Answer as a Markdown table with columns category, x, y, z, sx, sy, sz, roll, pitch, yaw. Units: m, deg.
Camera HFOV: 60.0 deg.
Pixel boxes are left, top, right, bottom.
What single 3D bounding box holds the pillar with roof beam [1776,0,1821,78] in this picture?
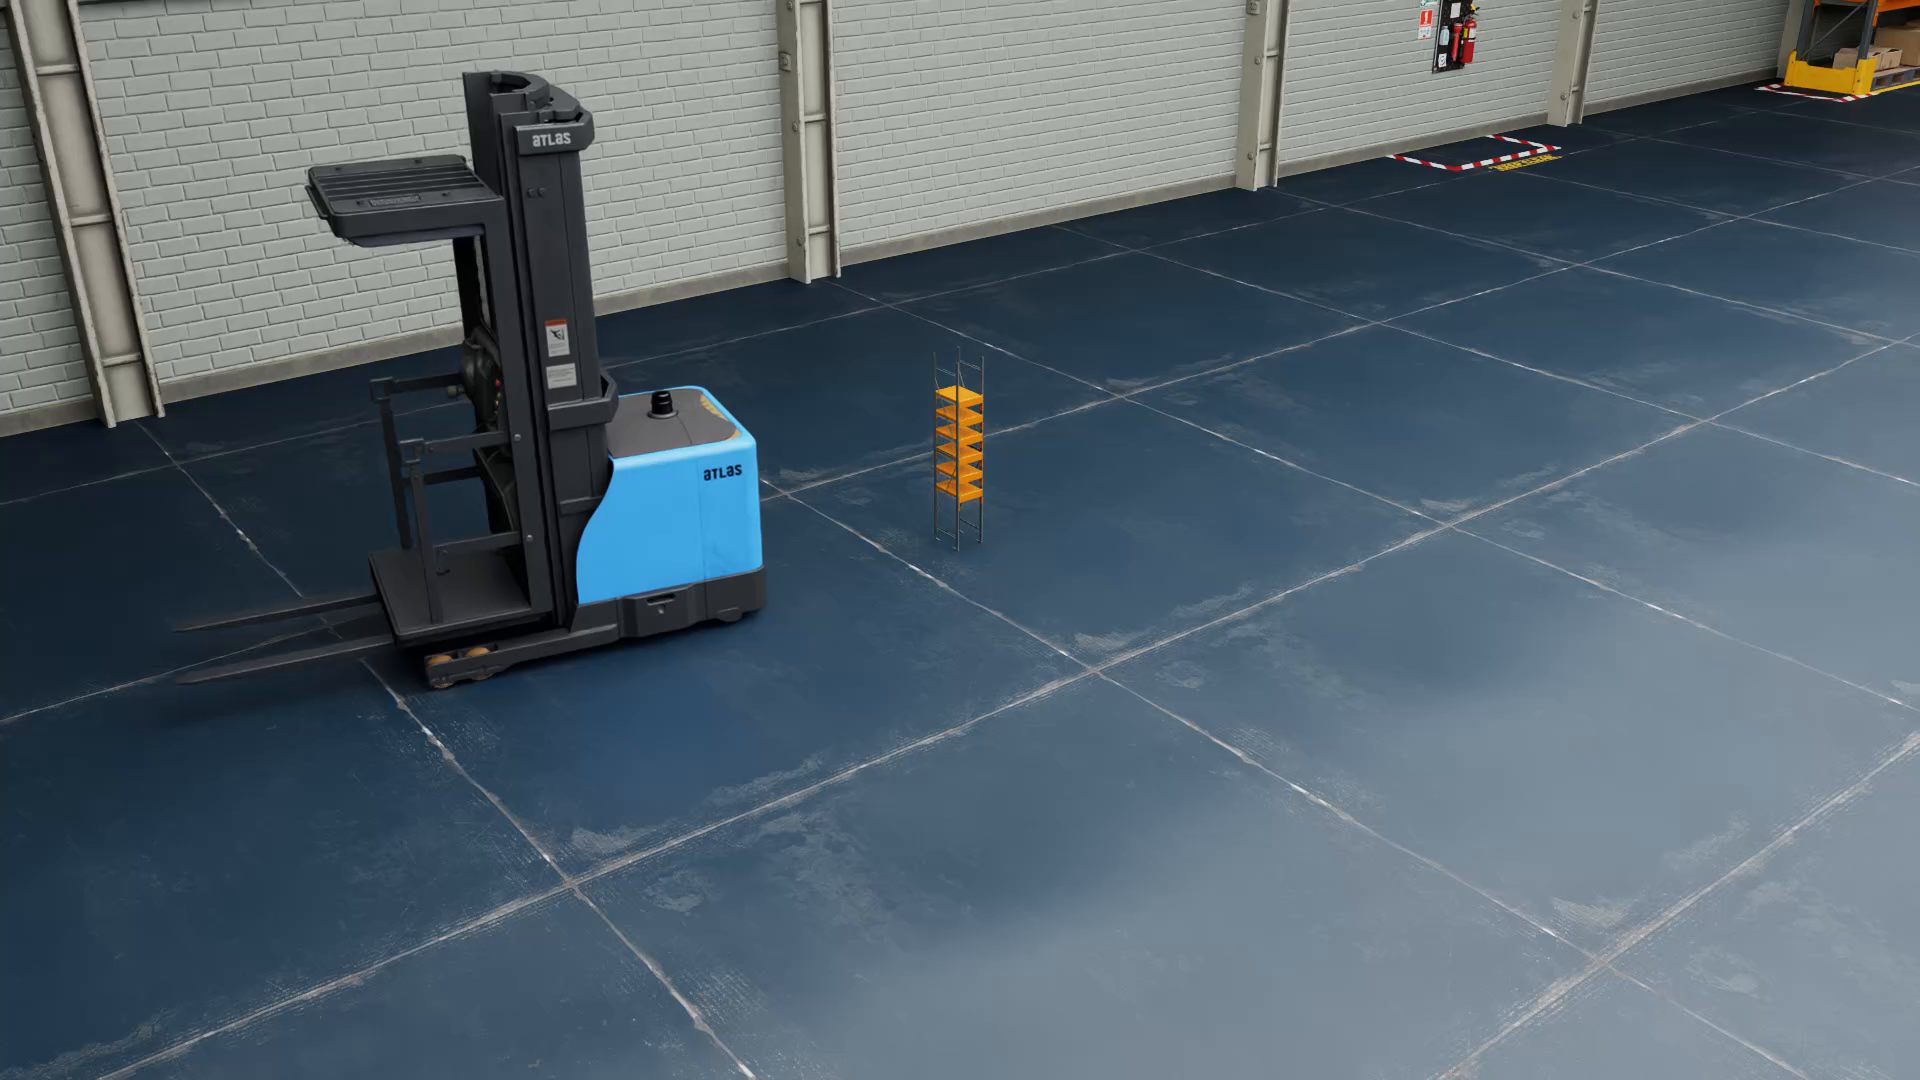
| category | x | y | z | sx | sy | sz | roll | pitch | yaw |
| --- | --- | --- | --- | --- | --- | --- | --- | --- | --- |
| pillar with roof beam | 15.460 | -9.800 | 20.676 | 0.400 | 9.000 | 9.100 | -18 | 31 | -34 |

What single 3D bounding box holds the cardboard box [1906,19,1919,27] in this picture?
| category | x | y | z | sx | sy | sz | roll | pitch | yaw |
| --- | --- | --- | --- | --- | --- | --- | --- | --- | --- |
| cardboard box | 15.142 | -7.858 | 26.066 | 0.500 | 0.500 | 0.500 | -21 | 32 | -38 |

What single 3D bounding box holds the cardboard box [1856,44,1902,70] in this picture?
| category | x | y | z | sx | sy | sz | roll | pitch | yaw |
| --- | --- | --- | --- | --- | --- | --- | --- | --- | --- |
| cardboard box | 13.835 | -7.314 | 25.118 | 0.500 | 0.311 | 0.500 | -15 | 29 | -30 |

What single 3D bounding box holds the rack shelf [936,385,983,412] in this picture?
| category | x | y | z | sx | sy | sz | roll | pitch | yaw |
| --- | --- | --- | --- | --- | --- | --- | --- | --- | --- |
| rack shelf | -0.011 | -0.827 | 9.856 | 0.180 | 0.103 | 0.258 | -18 | 31 | -34 |

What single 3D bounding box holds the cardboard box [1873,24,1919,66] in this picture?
| category | x | y | z | sx | sy | sz | roll | pitch | yaw |
| --- | --- | --- | --- | --- | --- | --- | --- | --- | --- |
| cardboard box | 14.443 | -7.574 | 25.453 | 0.500 | 0.500 | 0.700 | -21 | 32 | -37 |

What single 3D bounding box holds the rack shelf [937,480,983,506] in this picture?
| category | x | y | z | sx | sy | sz | roll | pitch | yaw |
| --- | --- | --- | --- | --- | --- | --- | --- | --- | --- |
| rack shelf | -0.011 | -0.282 | 10.109 | 0.180 | 0.103 | 0.258 | -18 | 31 | -34 |

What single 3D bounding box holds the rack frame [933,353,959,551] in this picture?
| category | x | y | z | sx | sy | sz | roll | pitch | yaw |
| --- | --- | --- | --- | --- | --- | --- | --- | --- | --- |
| rack frame | -0.083 | -0.517 | 9.938 | 0.006 | 1.200 | 0.240 | -18 | 31 | -34 |

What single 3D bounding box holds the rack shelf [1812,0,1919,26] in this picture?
| category | x | y | z | sx | sy | sz | roll | pitch | yaw |
| --- | --- | --- | --- | --- | --- | --- | --- | --- | --- |
| rack shelf | 14.360 | -8.230 | 25.274 | 4.000 | 0.370 | 1.077 | -18 | 31 | -34 |

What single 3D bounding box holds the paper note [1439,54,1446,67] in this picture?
| category | x | y | z | sx | sy | sz | roll | pitch | yaw |
| --- | --- | --- | --- | --- | --- | --- | --- | --- | --- |
| paper note | 5.932 | -5.894 | 20.433 | 0.142 | 0.148 | 0.016 | -18 | 31 | -34 |

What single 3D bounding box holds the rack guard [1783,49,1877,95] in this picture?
| category | x | y | z | sx | sy | sz | roll | pitch | yaw |
| --- | --- | --- | --- | --- | --- | --- | --- | --- | --- |
| rack guard | 12.846 | -6.922 | 24.571 | 0.348 | 0.500 | 1.175 | -18 | 31 | -34 |

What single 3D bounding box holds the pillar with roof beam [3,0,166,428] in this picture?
| category | x | y | z | sx | sy | sz | roll | pitch | yaw |
| --- | --- | --- | --- | --- | --- | --- | --- | --- | --- |
| pillar with roof beam | -3.426 | -3.565 | 7.243 | 0.400 | 9.000 | 9.100 | -18 | 31 | -34 |

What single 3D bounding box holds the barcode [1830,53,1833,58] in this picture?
| category | x | y | z | sx | sy | sz | roll | pitch | yaw |
| --- | --- | --- | --- | --- | --- | --- | --- | --- | --- |
| barcode | 13.154 | -7.308 | 25.093 | 0.075 | 0.075 | 0.001 | -18 | 31 | -34 |

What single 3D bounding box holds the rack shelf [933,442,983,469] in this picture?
| category | x | y | z | sx | sy | sz | roll | pitch | yaw |
| --- | --- | --- | --- | --- | --- | --- | --- | --- | --- |
| rack shelf | -0.011 | -0.500 | 10.008 | 0.180 | 0.103 | 0.258 | -18 | 31 | -34 |

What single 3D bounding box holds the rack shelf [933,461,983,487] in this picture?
| category | x | y | z | sx | sy | sz | roll | pitch | yaw |
| --- | --- | --- | --- | --- | --- | --- | --- | --- | --- |
| rack shelf | -0.011 | -0.391 | 10.059 | 0.180 | 0.103 | 0.258 | -18 | 31 | -34 |

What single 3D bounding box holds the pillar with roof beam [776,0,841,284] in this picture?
| category | x | y | z | sx | sy | sz | roll | pitch | yaw |
| --- | --- | --- | --- | --- | --- | --- | --- | --- | --- |
| pillar with roof beam | 1.296 | -5.124 | 10.601 | 0.400 | 9.000 | 9.100 | -18 | 31 | -34 |

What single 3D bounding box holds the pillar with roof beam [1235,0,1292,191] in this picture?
| category | x | y | z | sx | sy | sz | roll | pitch | yaw |
| --- | --- | --- | --- | --- | --- | --- | --- | --- | --- |
| pillar with roof beam | 6.017 | -6.683 | 13.960 | 0.400 | 9.000 | 9.100 | -18 | 31 | -34 |

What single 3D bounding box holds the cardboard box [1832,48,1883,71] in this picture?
| category | x | y | z | sx | sy | sz | roll | pitch | yaw |
| --- | --- | --- | --- | --- | --- | --- | --- | --- | --- |
| cardboard box | 13.387 | -7.166 | 24.799 | 0.500 | 0.311 | 0.500 | -23 | 33 | -40 |

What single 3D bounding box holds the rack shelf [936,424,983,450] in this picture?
| category | x | y | z | sx | sy | sz | roll | pitch | yaw |
| --- | --- | --- | --- | --- | --- | --- | --- | --- | --- |
| rack shelf | -0.011 | -0.609 | 9.958 | 0.180 | 0.103 | 0.258 | -18 | 31 | -34 |

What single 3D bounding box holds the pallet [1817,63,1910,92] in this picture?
| category | x | y | z | sx | sy | sz | roll | pitch | yaw |
| --- | --- | --- | --- | --- | --- | --- | --- | --- | --- |
| pallet | 13.507 | -6.991 | 25.062 | 1.213 | 0.211 | 1.003 | -18 | 31 | -34 |

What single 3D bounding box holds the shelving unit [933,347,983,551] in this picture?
| category | x | y | z | sx | sy | sz | roll | pitch | yaw |
| --- | --- | --- | --- | --- | --- | --- | --- | --- | --- |
| shelving unit | -0.011 | -0.540 | 9.989 | 0.189 | 1.200 | 0.258 | -18 | 31 | -34 |

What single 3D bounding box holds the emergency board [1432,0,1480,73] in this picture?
| category | x | y | z | sx | sy | sz | roll | pitch | yaw |
| --- | --- | --- | --- | --- | --- | --- | --- | --- | --- |
| emergency board | 6.114 | -6.317 | 20.298 | 0.643 | 1.169 | 0.194 | -18 | 31 | -34 |

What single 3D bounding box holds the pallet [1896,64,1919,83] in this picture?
| category | x | y | z | sx | sy | sz | roll | pitch | yaw |
| --- | --- | --- | --- | --- | --- | --- | --- | --- | --- |
| pallet | 14.467 | -7.306 | 25.741 | 1.213 | 0.211 | 1.003 | -18 | 31 | -34 |

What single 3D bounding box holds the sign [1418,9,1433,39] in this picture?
| category | x | y | z | sx | sy | sz | roll | pitch | yaw |
| --- | --- | --- | --- | --- | --- | --- | --- | --- | --- |
| sign | 5.615 | -6.224 | 20.054 | 0.234 | 0.329 | 0.001 | -18 | 31 | -34 |

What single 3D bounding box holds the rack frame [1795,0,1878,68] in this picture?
| category | x | y | z | sx | sy | sz | roll | pitch | yaw |
| --- | --- | --- | --- | --- | --- | --- | --- | --- | --- |
| rack frame | 12.787 | -8.036 | 24.003 | 0.127 | 3.000 | 1.000 | -18 | 31 | -34 |

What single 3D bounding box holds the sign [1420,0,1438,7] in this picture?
| category | x | y | z | sx | sy | sz | roll | pitch | yaw |
| --- | --- | --- | --- | --- | --- | --- | --- | --- | --- |
| sign | 5.624 | -6.462 | 19.939 | 0.331 | 0.109 | 0.001 | -18 | 31 | -34 |

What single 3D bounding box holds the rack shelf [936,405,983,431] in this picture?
| category | x | y | z | sx | sy | sz | roll | pitch | yaw |
| --- | --- | --- | --- | --- | --- | --- | --- | --- | --- |
| rack shelf | -0.011 | -0.718 | 9.907 | 0.180 | 0.103 | 0.258 | -18 | 31 | -34 |

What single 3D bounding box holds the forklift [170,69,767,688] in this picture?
| category | x | y | z | sx | sy | sz | roll | pitch | yaw |
| --- | --- | --- | --- | --- | --- | --- | --- | --- | --- |
| forklift | -2.639 | -0.818 | 8.531 | 3.031 | 2.935 | 1.130 | -11 | 27 | -23 |

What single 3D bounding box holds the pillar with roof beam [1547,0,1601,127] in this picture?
| category | x | y | z | sx | sy | sz | roll | pitch | yaw |
| --- | --- | --- | --- | --- | --- | --- | --- | --- | --- |
| pillar with roof beam | 10.739 | -8.241 | 17.318 | 0.400 | 9.000 | 9.100 | -18 | 31 | -34 |

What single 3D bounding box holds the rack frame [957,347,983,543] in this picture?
| category | x | y | z | sx | sy | sz | roll | pitch | yaw |
| --- | --- | --- | --- | --- | --- | --- | --- | --- | --- |
| rack frame | 0.061 | -0.564 | 10.041 | 0.006 | 1.200 | 0.240 | -18 | 31 | -34 |
